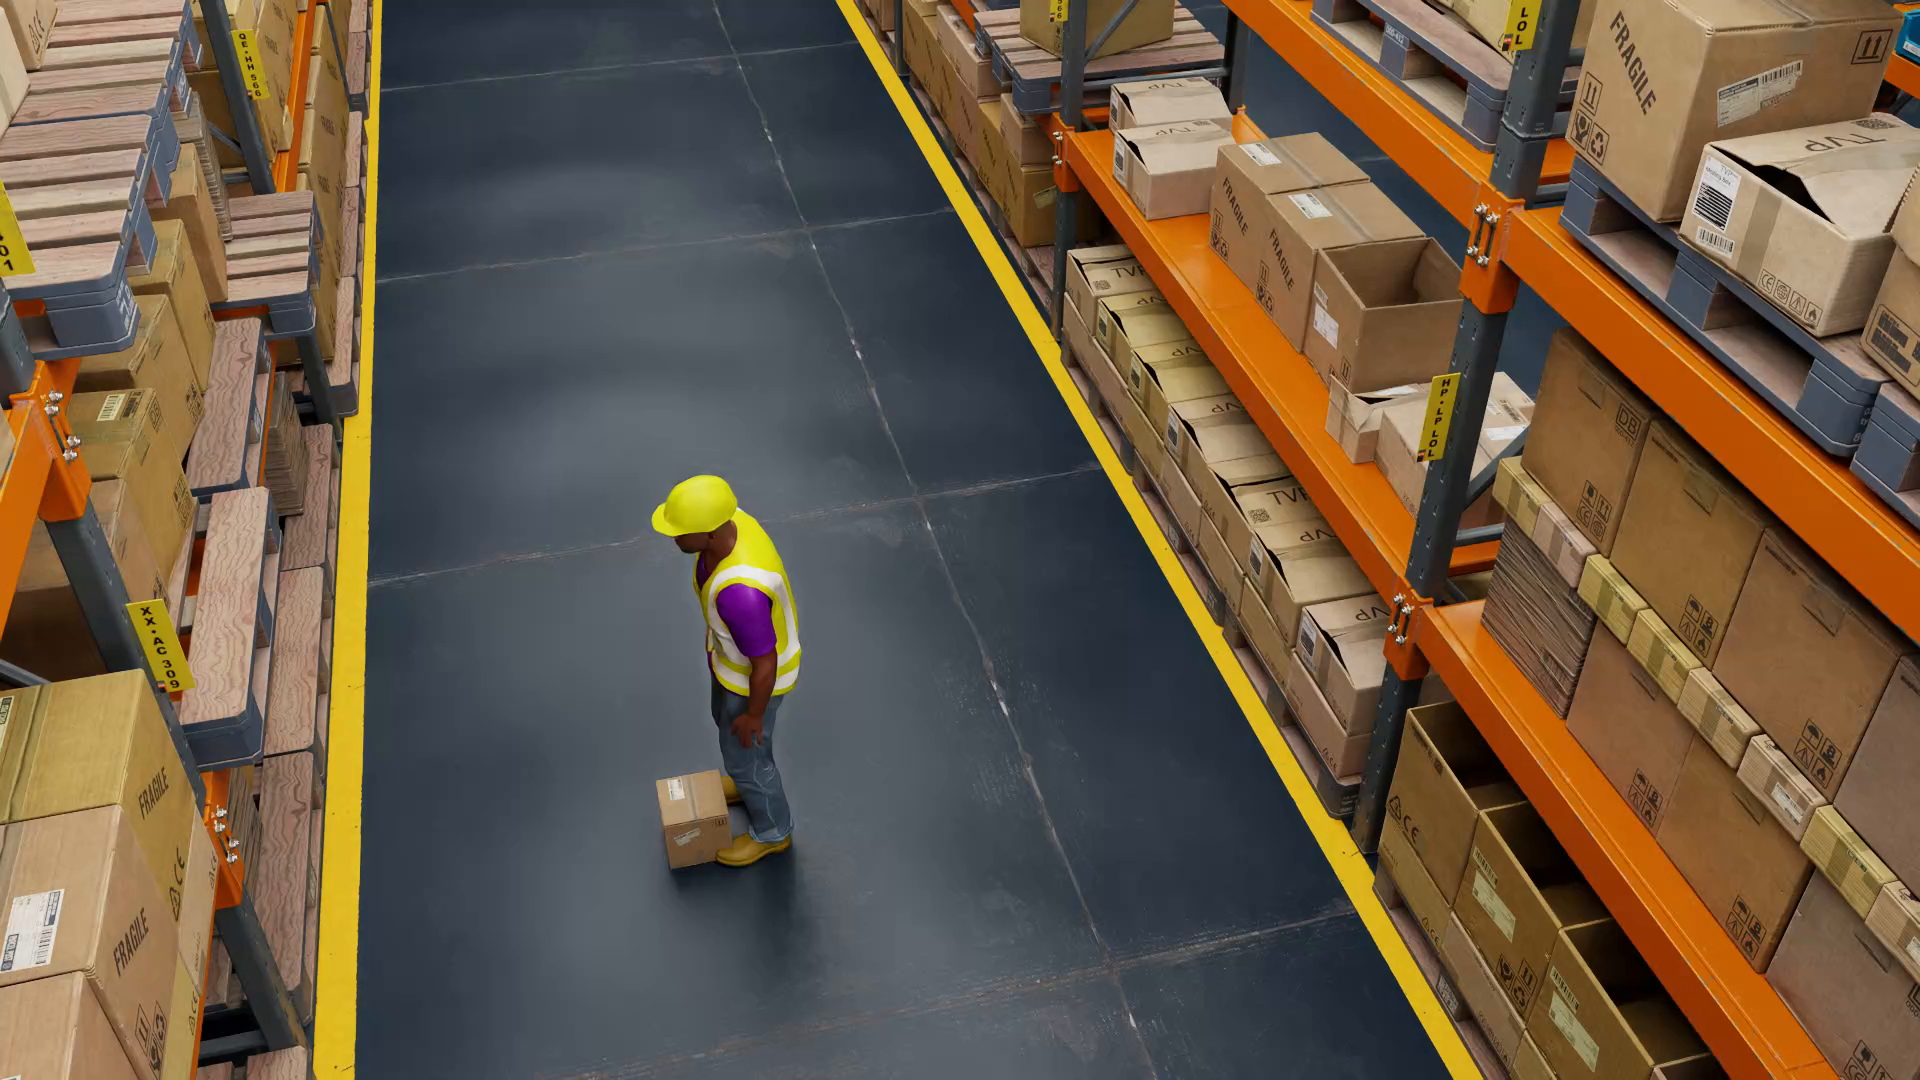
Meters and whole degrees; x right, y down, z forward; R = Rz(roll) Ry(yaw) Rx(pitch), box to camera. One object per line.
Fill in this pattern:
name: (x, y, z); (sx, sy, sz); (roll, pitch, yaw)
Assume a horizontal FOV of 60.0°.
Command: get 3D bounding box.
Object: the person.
person: (-0.821, 0.464, 6.107); (0.461, 1.759, 0.628); (-10, 39, -13)
